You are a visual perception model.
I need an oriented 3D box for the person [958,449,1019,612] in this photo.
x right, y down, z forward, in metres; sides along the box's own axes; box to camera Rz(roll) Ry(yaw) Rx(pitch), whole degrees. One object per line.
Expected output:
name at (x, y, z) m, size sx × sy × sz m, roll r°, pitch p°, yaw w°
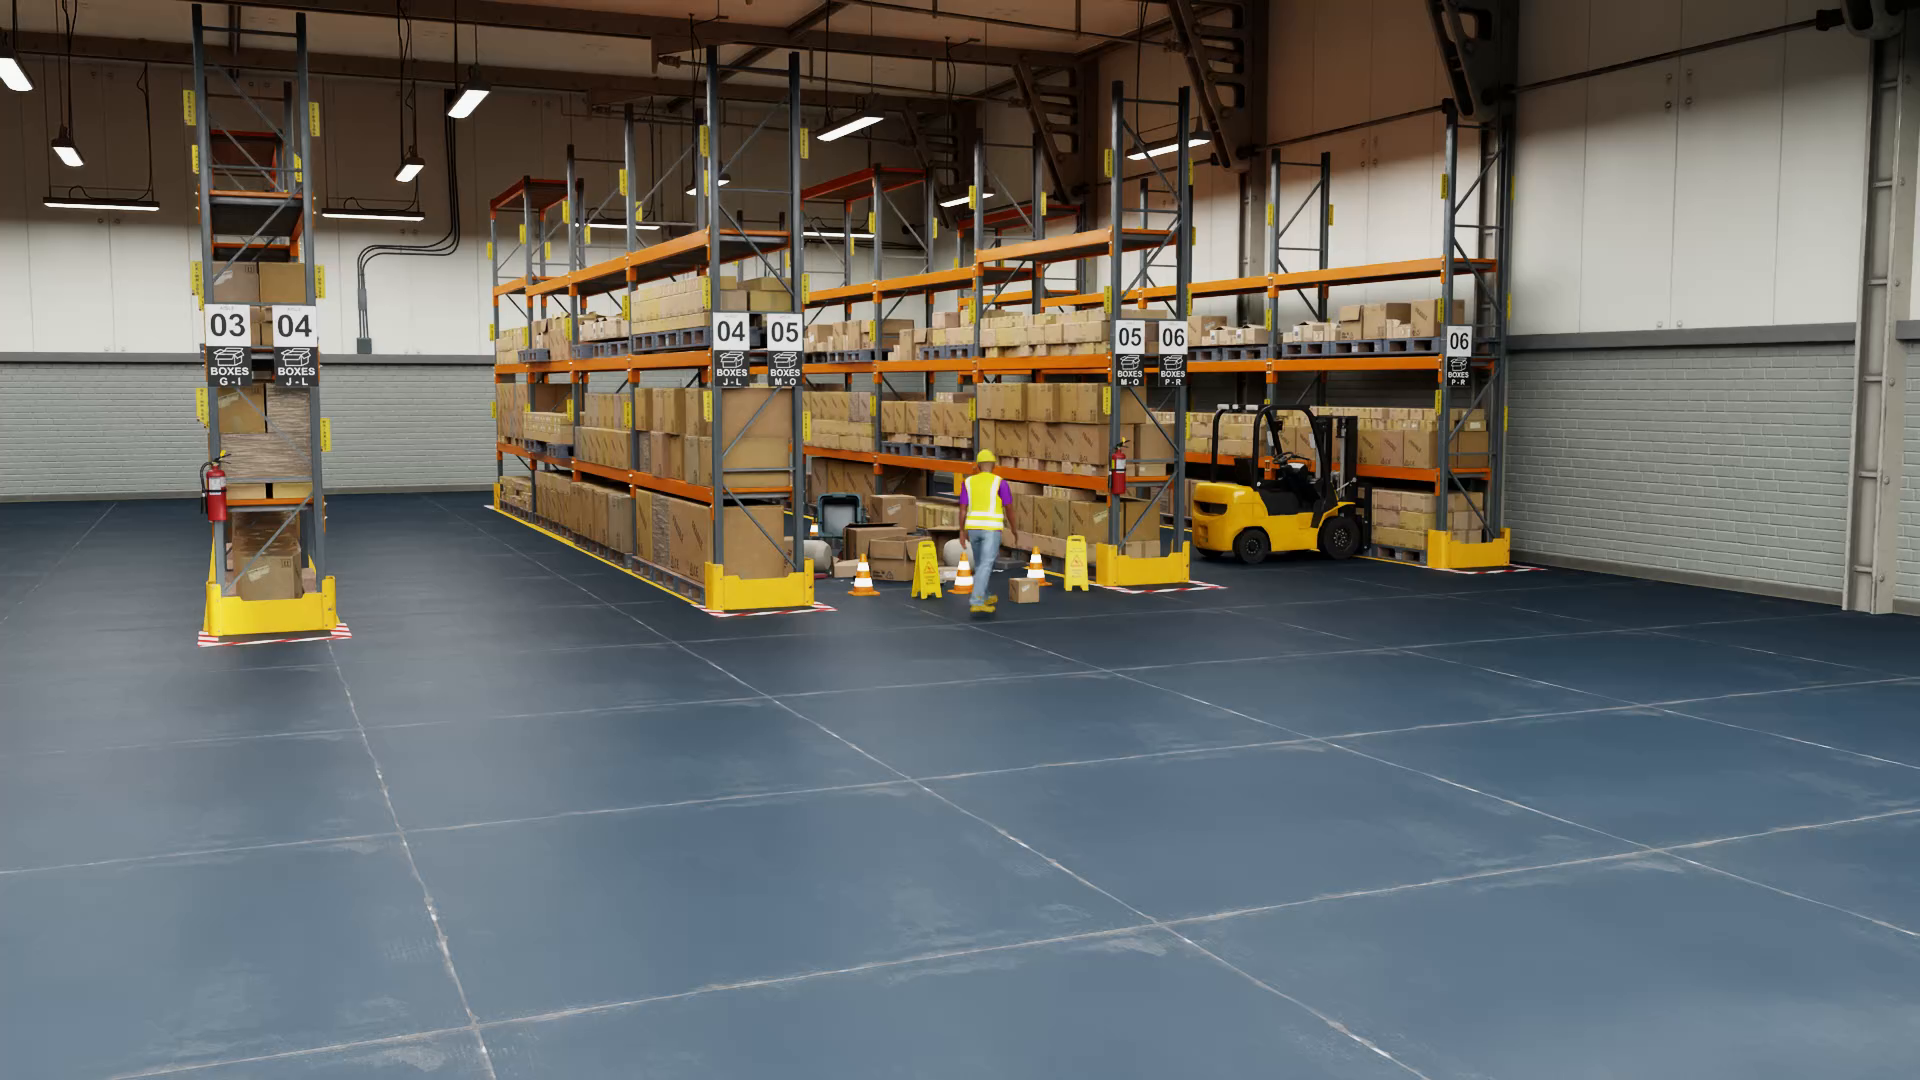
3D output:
person at (0.302, -0.103, 17.814) m, size 0.582 × 1.735 × 0.925 m, roll 3°, pitch 6°, yaw 32°
